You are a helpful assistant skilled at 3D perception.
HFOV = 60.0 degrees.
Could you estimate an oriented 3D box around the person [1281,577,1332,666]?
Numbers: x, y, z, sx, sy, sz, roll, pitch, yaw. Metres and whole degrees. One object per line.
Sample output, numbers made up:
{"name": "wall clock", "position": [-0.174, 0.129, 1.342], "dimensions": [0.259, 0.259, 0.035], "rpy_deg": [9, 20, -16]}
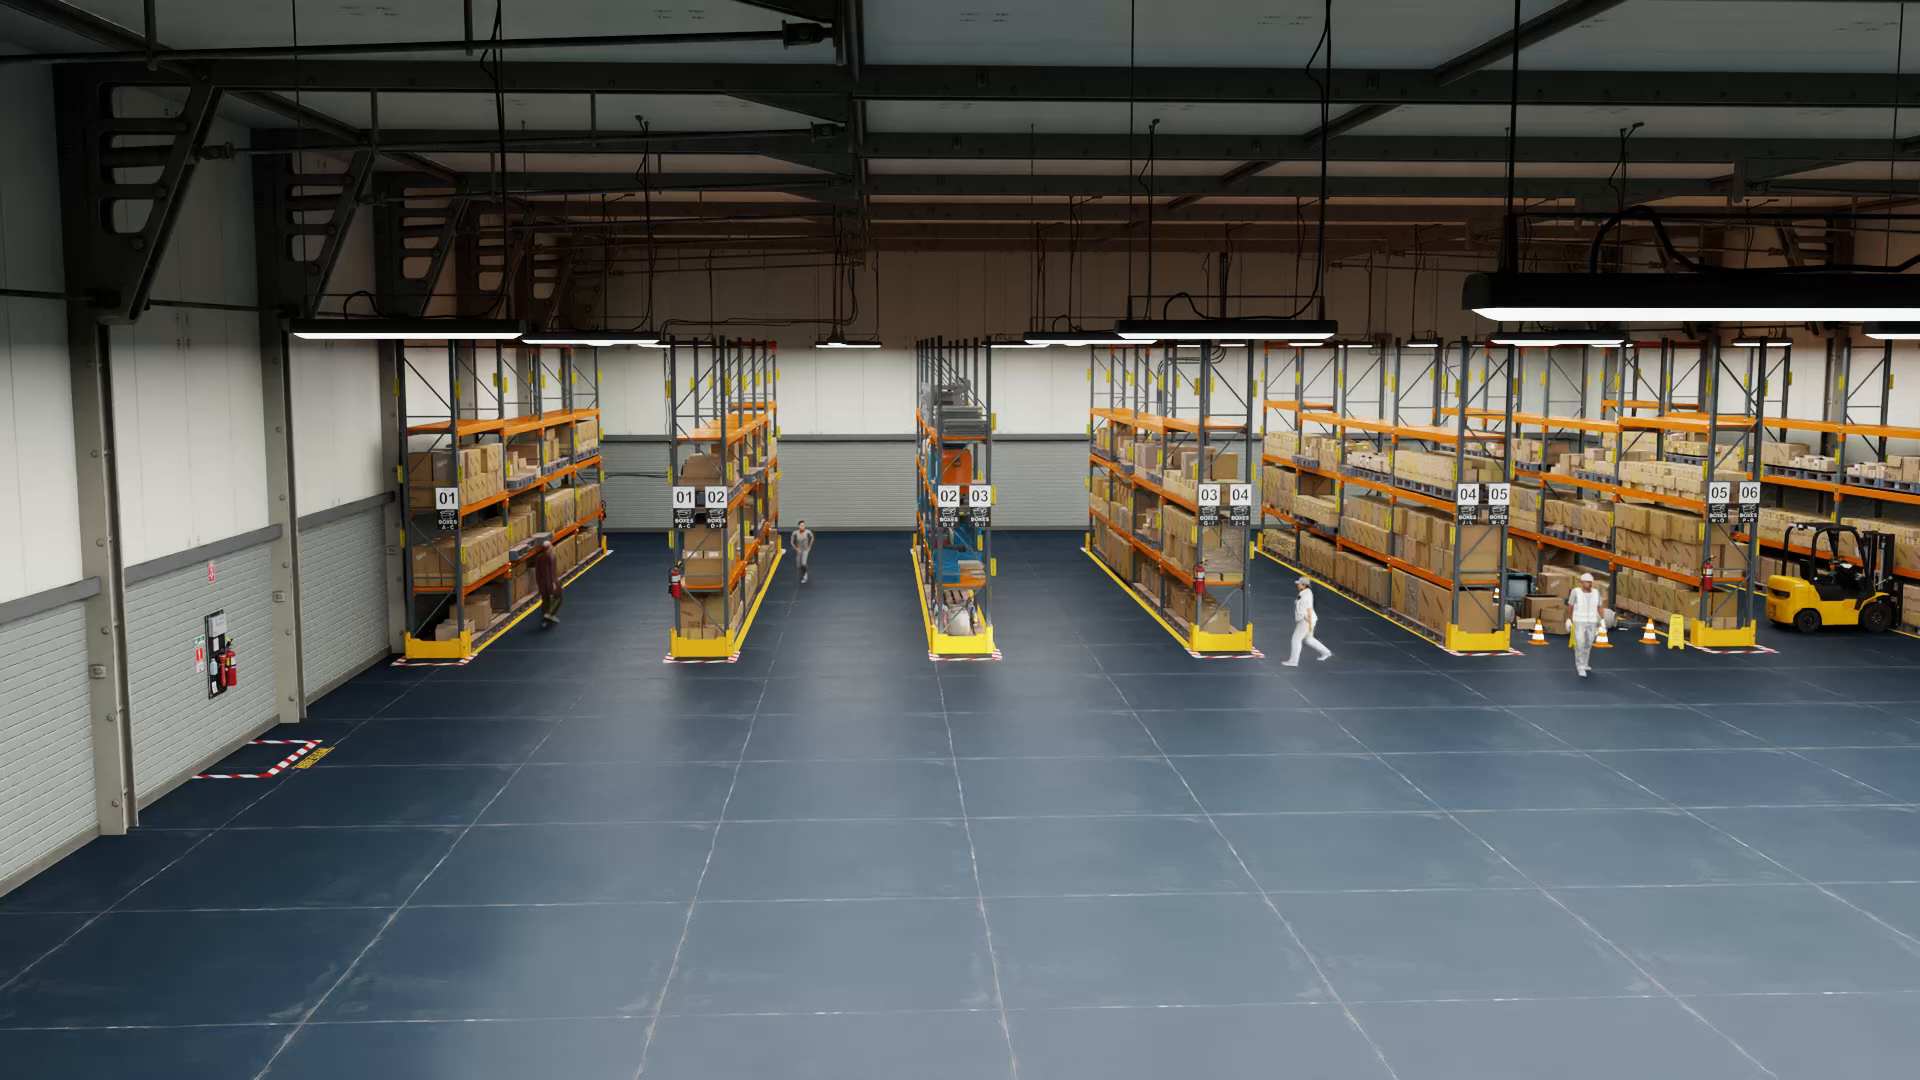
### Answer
{"name": "person", "position": [6.329, 1.477, 30.243], "dimensions": [0.962, 1.619, 0.463], "rpy_deg": [0, 6, -1]}

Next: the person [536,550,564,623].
{"name": "person", "position": [-8.610, 0.961, 34.667], "dimensions": [0.581, 1.502, 0.513], "rpy_deg": [2, 7, 18]}

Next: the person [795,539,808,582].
{"name": "person", "position": [-3.899, 0.504, 41.104], "dimensions": [0.348, 1.128, 0.670], "rpy_deg": [1, 7, 6]}

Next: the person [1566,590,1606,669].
{"name": "person", "position": [11.143, 1.576, 29.666], "dimensions": [0.621, 1.418, 0.504], "rpy_deg": [0, 6, 0]}
